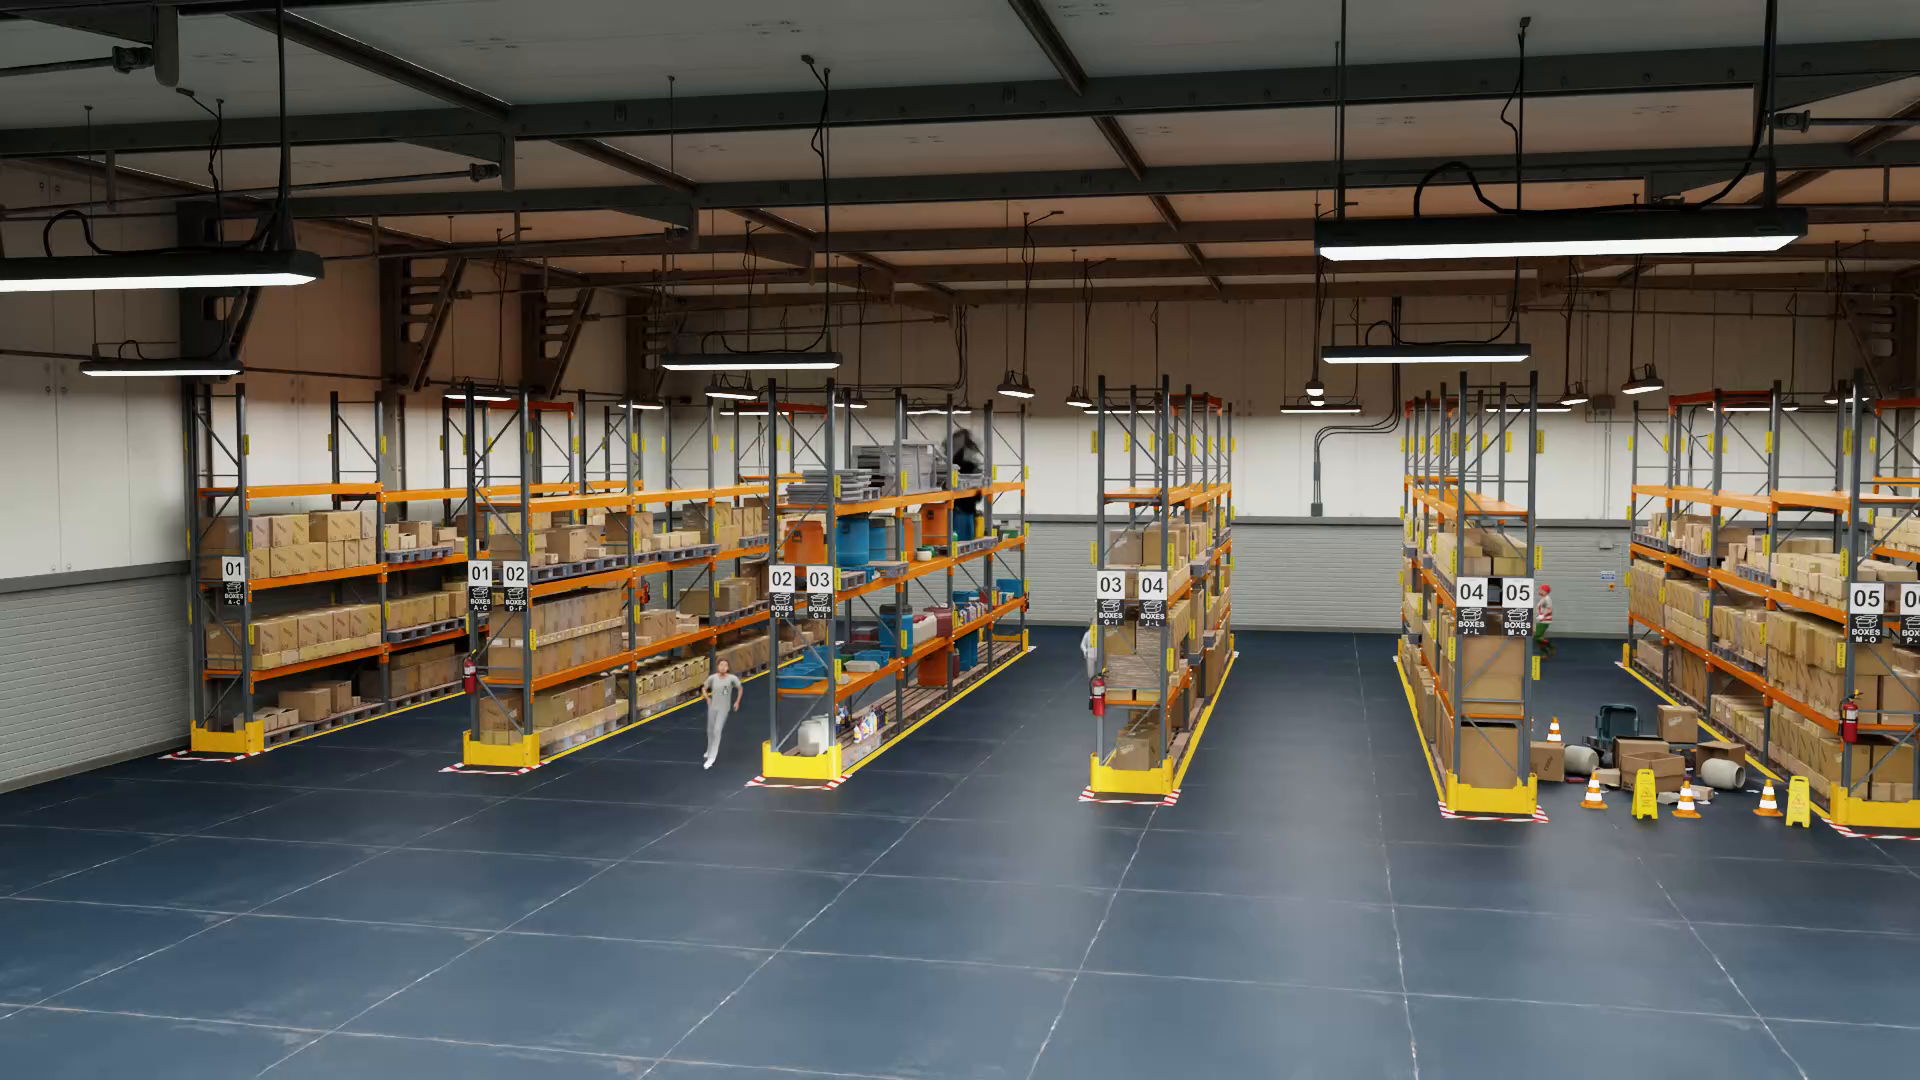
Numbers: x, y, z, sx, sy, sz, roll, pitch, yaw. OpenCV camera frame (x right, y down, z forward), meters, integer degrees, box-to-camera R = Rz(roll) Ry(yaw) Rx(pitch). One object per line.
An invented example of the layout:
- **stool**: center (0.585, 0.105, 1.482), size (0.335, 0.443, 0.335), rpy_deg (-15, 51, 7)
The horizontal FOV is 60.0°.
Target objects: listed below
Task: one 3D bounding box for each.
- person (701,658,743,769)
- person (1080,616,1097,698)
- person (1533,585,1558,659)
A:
- **person**: center (-3.769, 2.681, 26.090), size (0.644, 1.683, 0.848), rpy_deg (0, 3, 8)
- **person**: center (2.650, 2.314, 32.557), size (0.612, 1.648, 0.560), rpy_deg (1, 3, 11)
- **person**: center (13.618, 1.913, 38.763), size (0.586, 1.741, 0.636), rpy_deg (1, 3, 12)
